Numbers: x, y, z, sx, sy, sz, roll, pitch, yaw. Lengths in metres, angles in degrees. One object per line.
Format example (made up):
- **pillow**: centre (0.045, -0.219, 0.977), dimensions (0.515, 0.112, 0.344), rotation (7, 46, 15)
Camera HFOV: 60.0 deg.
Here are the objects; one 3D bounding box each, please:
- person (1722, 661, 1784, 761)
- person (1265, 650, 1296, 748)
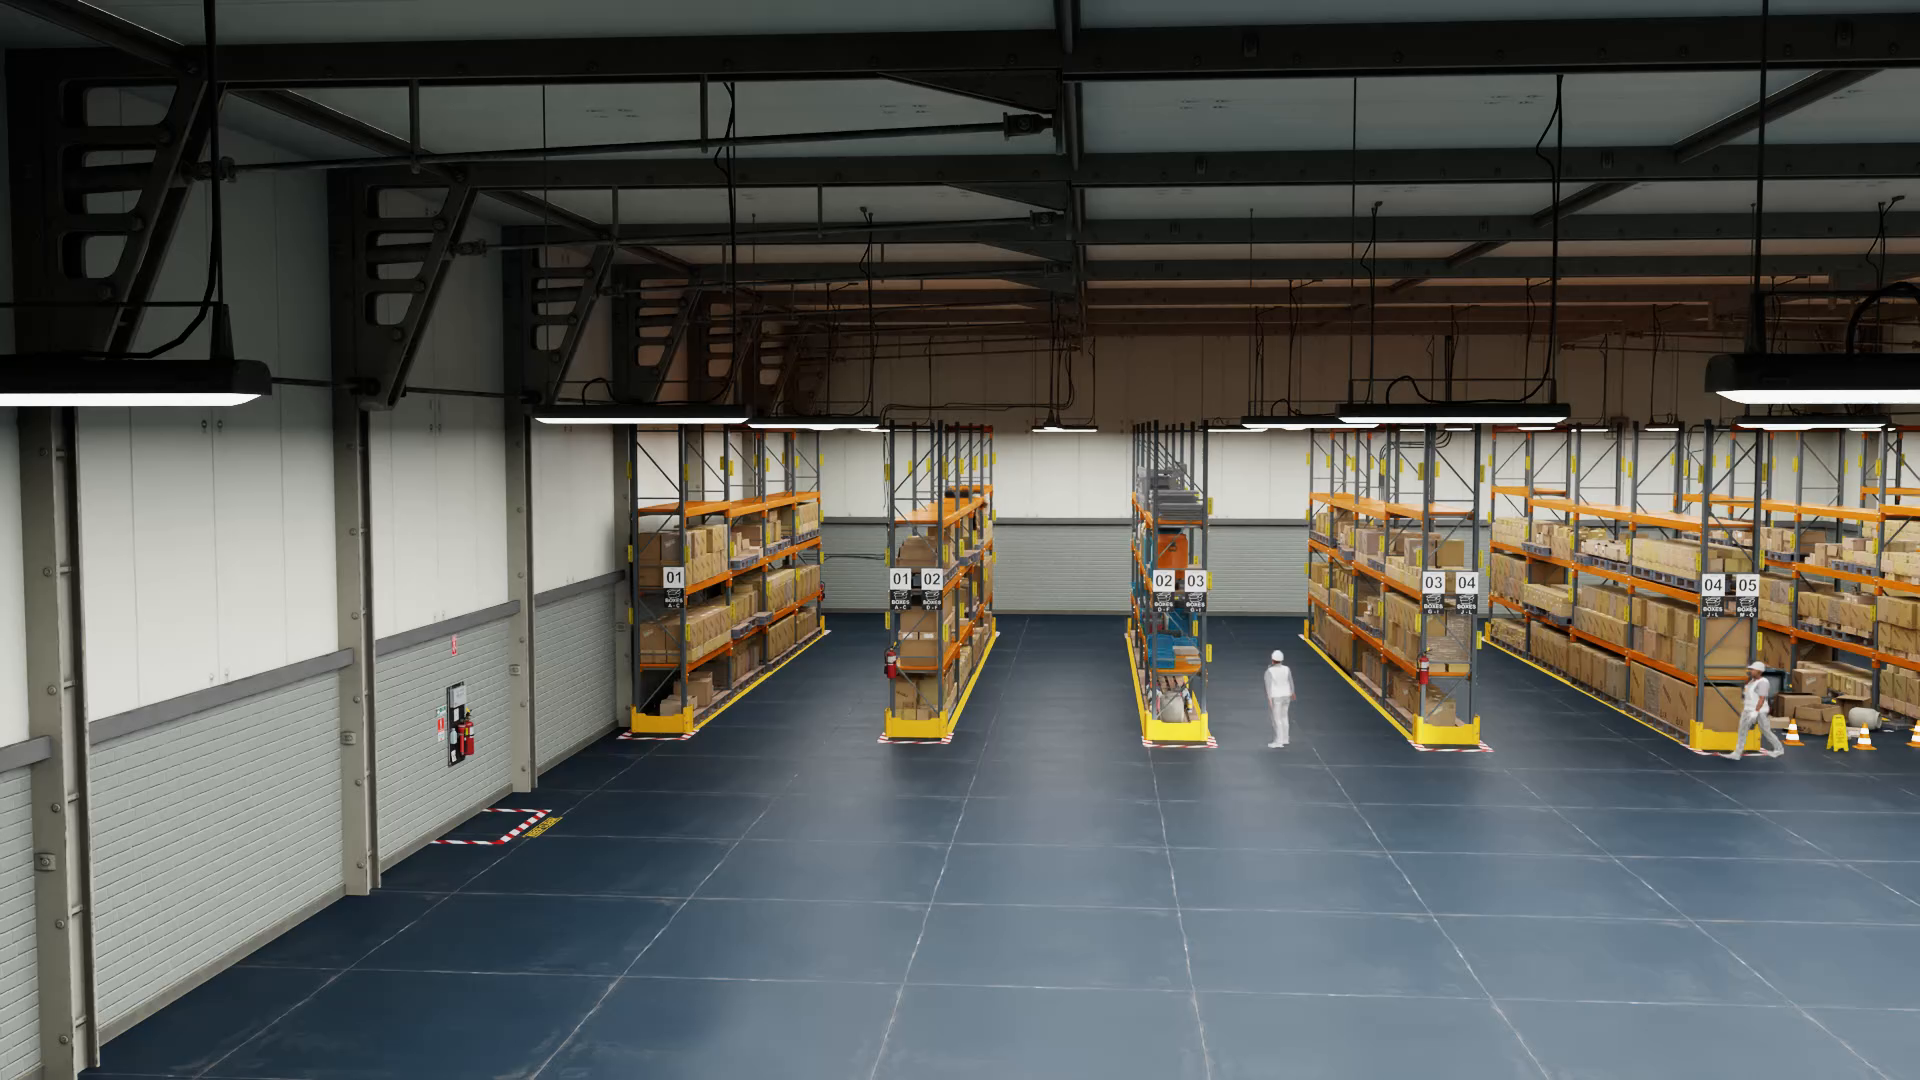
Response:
- **person**: centre (13.962, 3.006, 29.145), dimensions (1.054, 1.753, 0.508), rotation (-1, 4, -20)
- **person**: centre (5.877, 2.896, 30.528), dimensions (0.710, 1.779, 0.469), rotation (-2, 4, -29)
